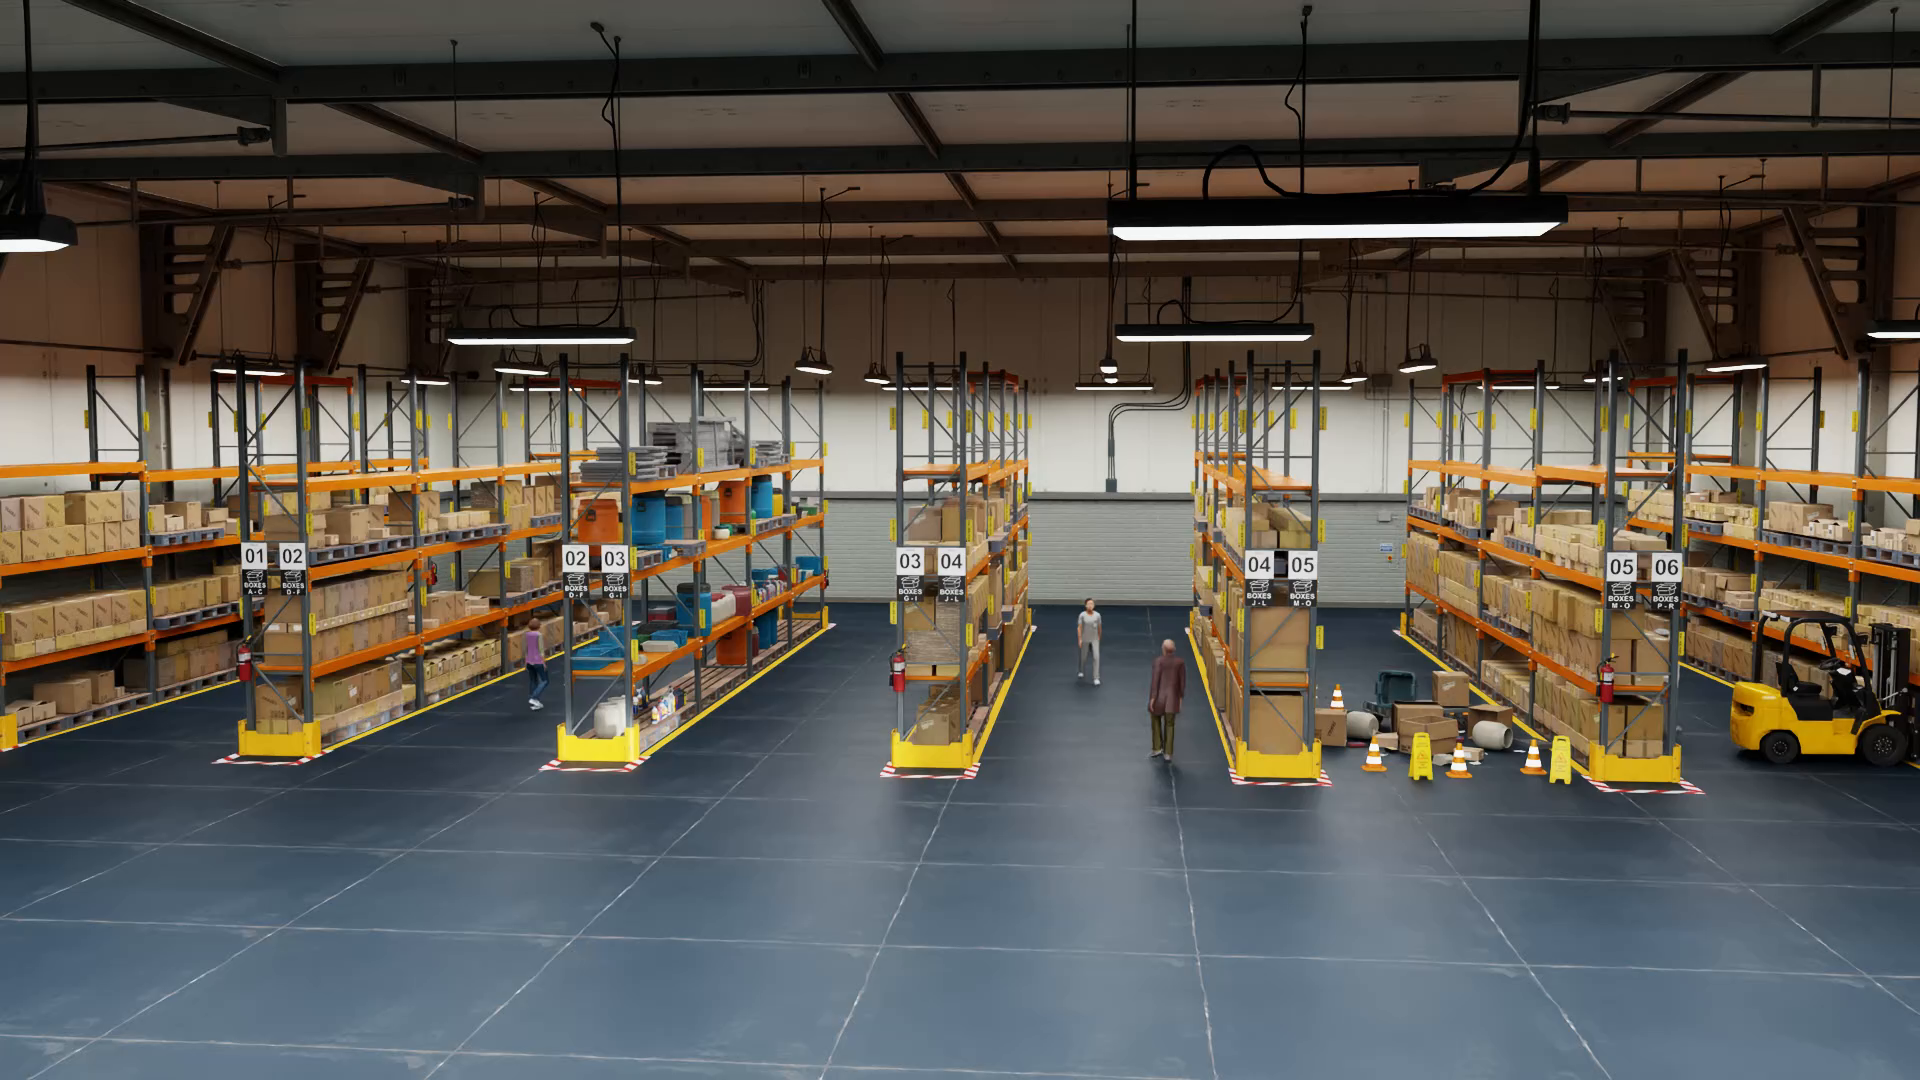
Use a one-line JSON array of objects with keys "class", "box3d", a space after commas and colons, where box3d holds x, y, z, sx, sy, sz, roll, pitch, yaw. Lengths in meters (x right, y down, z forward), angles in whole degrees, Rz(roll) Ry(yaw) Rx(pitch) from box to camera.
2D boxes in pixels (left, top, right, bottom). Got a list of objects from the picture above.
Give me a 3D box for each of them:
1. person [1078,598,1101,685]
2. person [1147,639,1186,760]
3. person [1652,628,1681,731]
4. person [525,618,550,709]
[{"class": "person", "box3d": [2.480, 1.917, 31.808, 0.480, 1.617, 1.032, 0, 4, -6]}, {"class": "person", "box3d": [3.075, 2.392, 24.653, 0.568, 1.831, 0.607, 0, 4, 0]}, {"class": "person", "box3d": [11.340, 2.269, 26.789, 0.512, 1.674, 0.516, 0, 4, 4]}, {"class": "person", "box3d": [-7.399, 2.158, 28.861, 0.455, 1.597, 0.444, 2, 5, 30]}]
